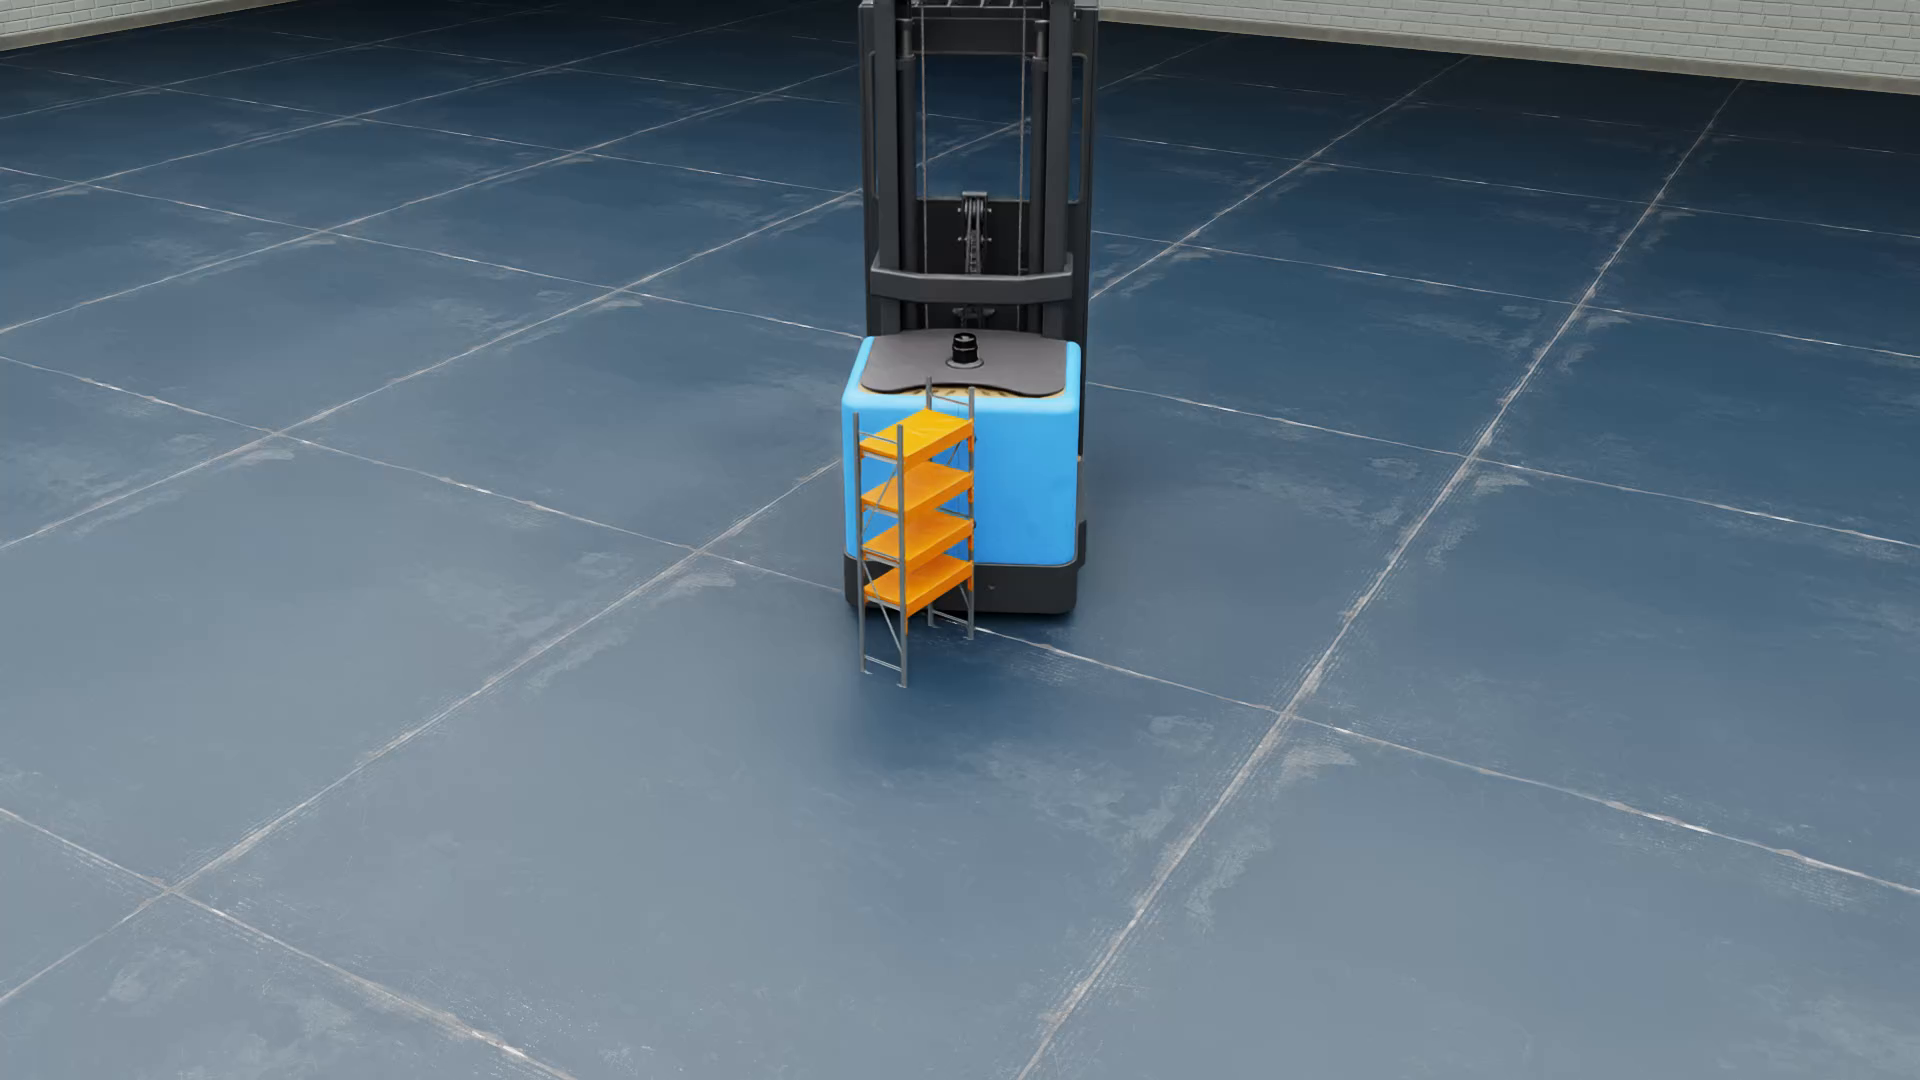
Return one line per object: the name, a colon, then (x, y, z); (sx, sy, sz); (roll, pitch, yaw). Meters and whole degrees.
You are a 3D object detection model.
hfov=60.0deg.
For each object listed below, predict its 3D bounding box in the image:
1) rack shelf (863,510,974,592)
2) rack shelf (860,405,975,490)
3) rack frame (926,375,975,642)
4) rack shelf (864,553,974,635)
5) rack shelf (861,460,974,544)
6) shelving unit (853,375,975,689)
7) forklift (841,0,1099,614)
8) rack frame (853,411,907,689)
rack shelf: (-0.183, 0.030, 7.000); (0.258, 0.148, 0.480); (18, 32, 31)
rack shelf: (-0.183, -0.382, 6.794); (0.258, 0.148, 0.480); (18, 32, 31)
rack frame: (-0.041, -0.120, 7.148); (0.240, 1.200, 0.015); (18, 32, 31)
rack shelf: (-0.183, 0.207, 7.089); (0.258, 0.148, 0.480); (18, 32, 31)
rack shelf: (-0.183, -0.170, 6.900); (0.258, 0.148, 0.480); (18, 32, 31)
shelving unit: (-0.183, -0.030, 6.970); (0.258, 1.200, 0.503); (18, 32, 31)
forklift: (0.102, -1.605, 8.182); (1.130, 2.935, 3.031); (2, 27, 4)
rack frame: (-0.324, 0.059, 6.792); (0.240, 1.200, 0.015); (18, 32, 31)
